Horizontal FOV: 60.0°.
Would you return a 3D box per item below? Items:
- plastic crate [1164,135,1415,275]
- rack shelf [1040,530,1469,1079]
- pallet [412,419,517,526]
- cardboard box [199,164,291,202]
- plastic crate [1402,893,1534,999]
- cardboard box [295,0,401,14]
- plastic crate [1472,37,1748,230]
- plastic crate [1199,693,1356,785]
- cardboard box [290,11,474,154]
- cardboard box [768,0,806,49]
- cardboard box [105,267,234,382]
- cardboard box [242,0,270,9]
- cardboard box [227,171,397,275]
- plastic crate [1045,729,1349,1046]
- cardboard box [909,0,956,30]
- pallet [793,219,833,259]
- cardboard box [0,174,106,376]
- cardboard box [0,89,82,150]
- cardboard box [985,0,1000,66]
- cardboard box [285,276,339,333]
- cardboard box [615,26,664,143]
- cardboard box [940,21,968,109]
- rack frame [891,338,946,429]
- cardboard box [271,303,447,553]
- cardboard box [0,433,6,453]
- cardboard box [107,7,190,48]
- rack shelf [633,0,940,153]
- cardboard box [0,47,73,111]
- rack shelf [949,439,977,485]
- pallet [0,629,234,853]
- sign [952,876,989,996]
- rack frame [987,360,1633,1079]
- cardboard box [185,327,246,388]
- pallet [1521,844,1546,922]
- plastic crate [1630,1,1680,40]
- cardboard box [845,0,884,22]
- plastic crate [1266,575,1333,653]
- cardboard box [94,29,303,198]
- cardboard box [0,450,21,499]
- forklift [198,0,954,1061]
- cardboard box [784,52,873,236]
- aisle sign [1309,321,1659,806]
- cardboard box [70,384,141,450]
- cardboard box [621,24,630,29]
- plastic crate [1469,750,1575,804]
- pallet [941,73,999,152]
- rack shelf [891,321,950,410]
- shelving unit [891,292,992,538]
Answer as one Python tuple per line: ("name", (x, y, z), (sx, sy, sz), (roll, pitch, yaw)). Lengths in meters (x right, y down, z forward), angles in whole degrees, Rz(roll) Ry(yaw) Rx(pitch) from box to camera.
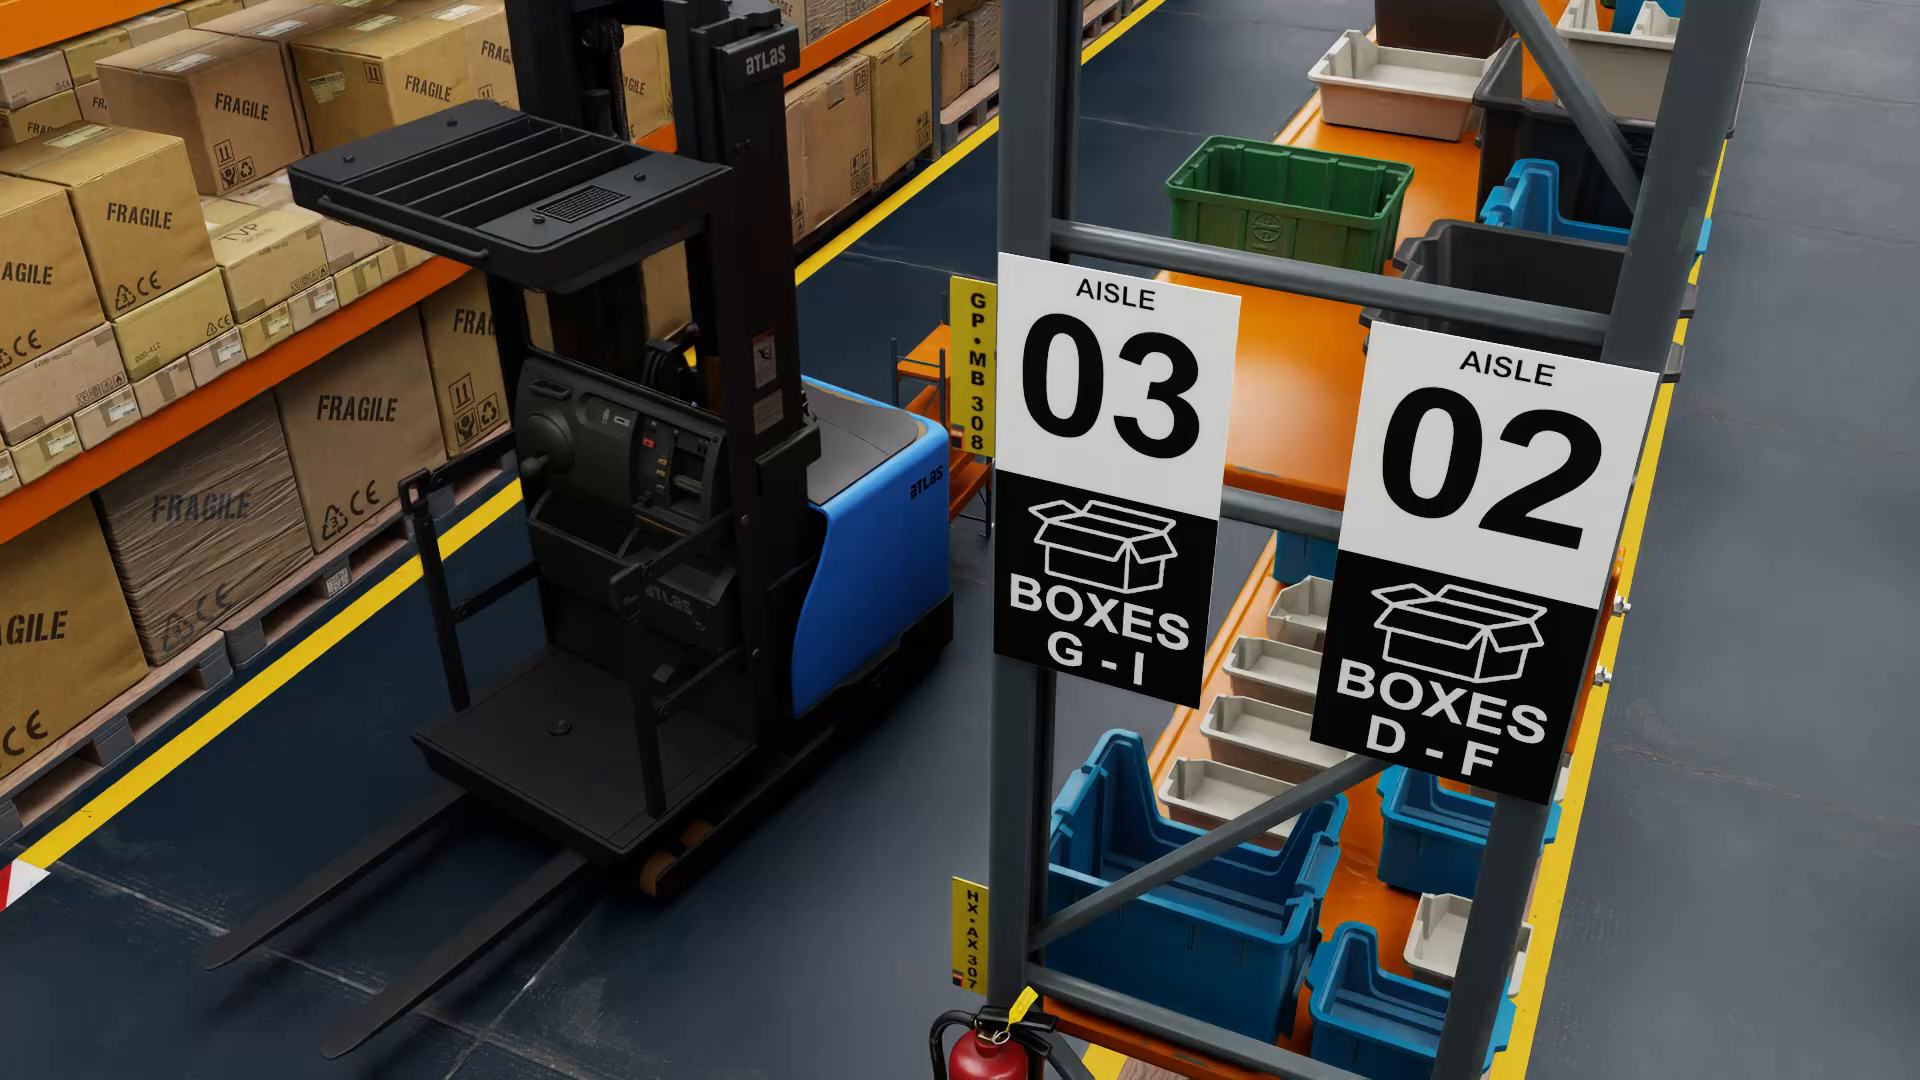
("plastic crate", (0.690, -0.682, 3.512), (0.450, 0.188, 0.336), (14, 36, 20))
("rack shelf", (1.373, 0.345, 5.144), (1.077, 0.370, 4.000), (14, 36, 20))
("pallet", (-2.678, -0.561, 8.413), (1.003, 0.211, 1.213), (14, 36, 20))
("cardboard box", (-3.147, -1.470, 7.121), (0.500, 0.250, 0.500), (15, 36, 22))
("plastic crate", (1.148, 0.938, 3.770), (0.250, 0.136, 0.298), (14, 36, 20))
("cardboard box", (-2.721, -2.283, 7.678), (0.500, 0.500, 0.500), (14, 36, 20))
("plastic crate", (1.425, -0.886, 3.686), (0.504, 0.338, 0.767), (14, 36, 20))
("plastic crate", (0.847, 0.537, 4.381), (0.396, 0.136, 0.243), (14, 36, 20))
("cardboard box", (-2.452, -1.924, 7.130), (0.500, 0.500, 0.500), (15, 36, 21))
("cardboard box", (-1.239, -3.060, 9.589), (0.500, 0.500, 0.500), (15, 36, 21))
("cardboard box", (-3.091, -0.844, 6.167), (0.500, 0.250, 0.500), (13, 35, 19))
("cardboard box", (-5.327, -4.057, 12.415), (0.500, 0.250, 0.500), (15, 36, 21))
("cardboard box", (-2.663, -1.357, 6.949), (0.500, 0.250, 0.500), (15, 36, 21))
("plastic crate", (0.507, 0.791, 3.721), (0.616, 0.435, 0.499), (14, 36, 20))
("cardboard box", (-0.362, -3.873, 12.115), (0.500, 0.250, 0.500), (16, 36, 22))
("pallet", (-1.525, -1.933, 10.505), (1.003, 0.211, 1.213), (14, 36, 20))
("cardboard box", (-3.307, -0.897, 5.564), (0.500, 0.500, 0.500), (13, 36, 19))
("cardboard box", (-6.201, -2.713, 11.049), (0.500, 0.500, 0.500), (16, 36, 22))
("cardboard box", (0.098, -4.120, 13.176), (0.700, 0.500, 0.500), (17, 37, 24))
("cardboard box", (-2.764, -0.989, 6.752), (0.380, 0.149, 0.250), (15, 36, 21))
("cardboard box", (-1.869, -2.301, 8.433), (0.500, 0.500, 0.500), (14, 36, 21))
("cardboard box", (-0.353, -3.557, 12.317), (0.700, 0.500, 0.500), (12, 35, 18))
("rack frame", (-0.171, -0.298, 7.110), (0.240, 1.200, 0.015), (14, 36, 20))
("cardboard box", (-3.014, -0.616, 7.509), (0.875, 0.875, 0.875), (14, 36, 20))
("cardboard box", (-3.516, -0.334, 5.390), (0.500, 0.250, 0.500), (13, 36, 19))
("cardboard box", (-5.764, -3.546, 11.635), (0.500, 0.250, 0.500), (16, 36, 22))
("rack shelf", (-1.452, -2.783, 9.915), (1.077, 0.370, 4.000), (14, 36, 20))
("cardboard box", (-6.202, -3.027, 10.844), (0.500, 0.250, 0.500), (13, 35, 18))
("rack shelf", (-0.069, -0.363, 7.332), (0.258, 0.148, 0.480), (14, 36, 20))
("pallet", (-3.699, 0.654, 6.560), (1.003, 0.211, 1.213), (14, 36, 20))
("sign", (0.030, 0.854, 3.563), (0.100, 0.325, 0.005), (14, 36, 20))
("rack frame", (0.536, 1.041, 3.427), (1.000, 3.000, 0.127), (14, 36, 20))
("cardboard box", (-2.978, -0.733, 6.361), (0.380, 0.149, 0.250), (14, 36, 20))
("pallet", (1.428, 1.200, 5.728), (1.003, 0.211, 1.213), (14, 36, 20))
("plastic crate", (2.023, -1.375, 4.616), (0.293, 0.136, 0.466), (14, 36, 20))
("cardboard box", (-0.811, -3.572, 10.371), (0.500, 0.500, 0.500), (14, 36, 20))
("plastic crate", (1.049, 0.241, 4.832), (0.298, 0.136, 0.250), (14, 36, 20))
("cardboard box", (-3.148, -1.779, 6.910), (0.500, 0.500, 0.500), (13, 35, 19))
("cardboard box", (-3.408, -0.220, 5.579), (0.380, 0.149, 0.250), (14, 36, 20))
("forklift", (-1.285, -0.268, 5.486), (1.130, 2.935, 3.031), (21, 39, 29))
("cardboard box", (-1.303, -2.586, 10.513), (1.225, 0.875, 0.875), (14, 36, 21))
("aisle sign", (0.776, 0.058, 2.556), (0.394, 0.787, 0.004), (14, 36, 20))
("cardboard box", (-3.193, -0.477, 5.972), (0.380, 0.149, 0.250), (14, 36, 20))
("cardboard box", (-2.029, -2.869, 8.384), (0.797, 0.503, 0.637), (13, 36, 19))
("plastic crate", (1.432, 0.600, 4.285), (0.250, 0.136, 0.298), (14, 36, 20))
("pallet", (-0.287, -3.303, 12.594), (1.003, 0.211, 1.213), (14, 36, 20))
("rack shelf", (-0.069, -0.748, 7.080), (0.258, 0.148, 0.480), (14, 36, 20))
("shelving unit", (-0.069, -0.419, 7.295), (0.258, 1.200, 0.503), (14, 36, 20))
